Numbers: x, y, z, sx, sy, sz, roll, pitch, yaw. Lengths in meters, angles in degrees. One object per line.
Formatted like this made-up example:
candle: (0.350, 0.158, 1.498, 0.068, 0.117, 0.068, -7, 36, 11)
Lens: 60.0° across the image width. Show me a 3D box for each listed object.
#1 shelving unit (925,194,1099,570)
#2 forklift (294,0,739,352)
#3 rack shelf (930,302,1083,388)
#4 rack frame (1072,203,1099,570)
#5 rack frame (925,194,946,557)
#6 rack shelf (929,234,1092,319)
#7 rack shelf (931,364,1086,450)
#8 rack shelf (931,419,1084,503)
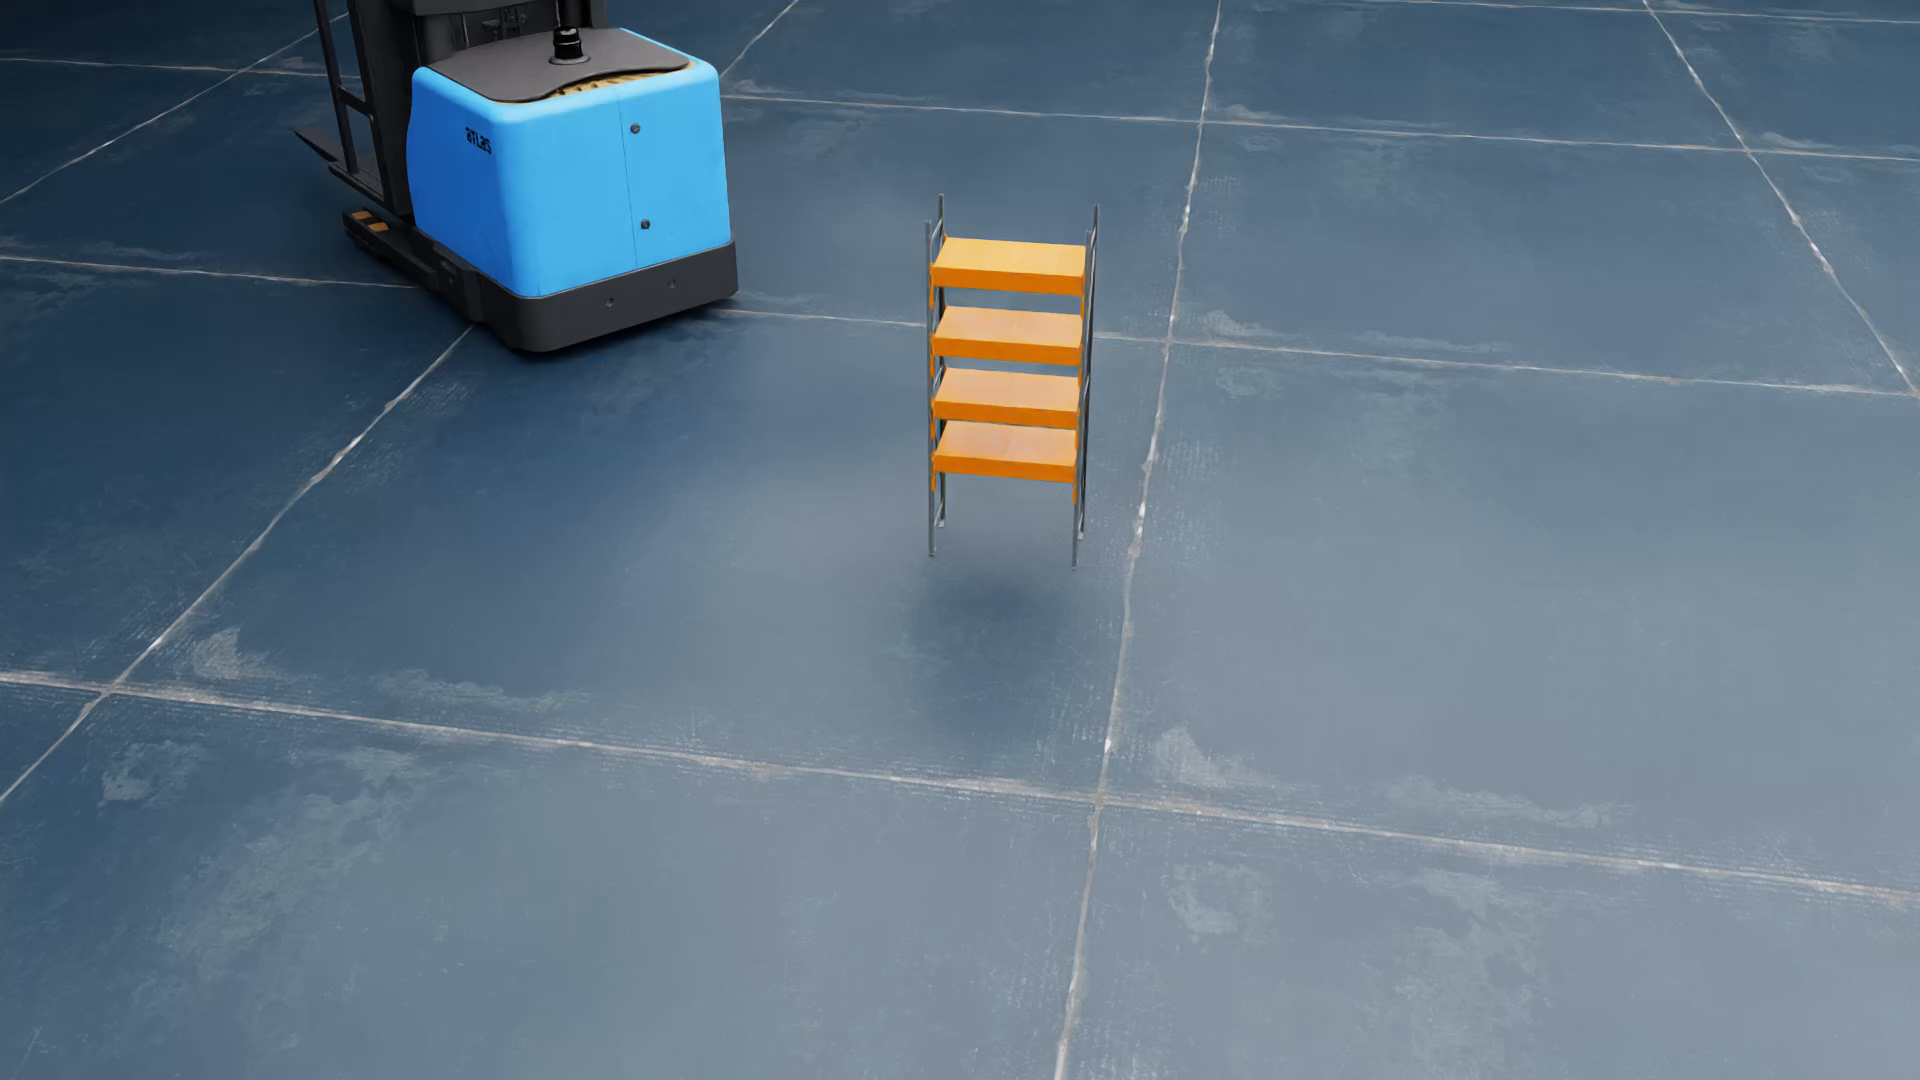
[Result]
shelving unit: (0.163, -0.494, 5.408, 0.503, 1.200, 0.258, 5, 32, 8)
forklift: (-2.309, -2.729, 7.347, 1.130, 2.935, 3.031, -24, 39, -33)
rack shelf: (0.163, -0.626, 5.325, 0.480, 0.148, 0.258, 5, 32, 8)
rack frame: (0.404, -0.472, 5.373, 0.015, 1.200, 0.240, 5, 32, 8)
rack frame: (-0.077, -0.516, 5.443, 0.015, 1.200, 0.240, 5, 32, 8)
rack shelf: (0.163, -0.827, 5.200, 0.480, 0.148, 0.258, 5, 32, 8)
rack shelf: (0.163, -0.437, 5.444, 0.480, 0.148, 0.258, 5, 32, 8)
rack shelf: (0.163, -0.268, 5.549, 0.480, 0.148, 0.258, 5, 32, 8)
